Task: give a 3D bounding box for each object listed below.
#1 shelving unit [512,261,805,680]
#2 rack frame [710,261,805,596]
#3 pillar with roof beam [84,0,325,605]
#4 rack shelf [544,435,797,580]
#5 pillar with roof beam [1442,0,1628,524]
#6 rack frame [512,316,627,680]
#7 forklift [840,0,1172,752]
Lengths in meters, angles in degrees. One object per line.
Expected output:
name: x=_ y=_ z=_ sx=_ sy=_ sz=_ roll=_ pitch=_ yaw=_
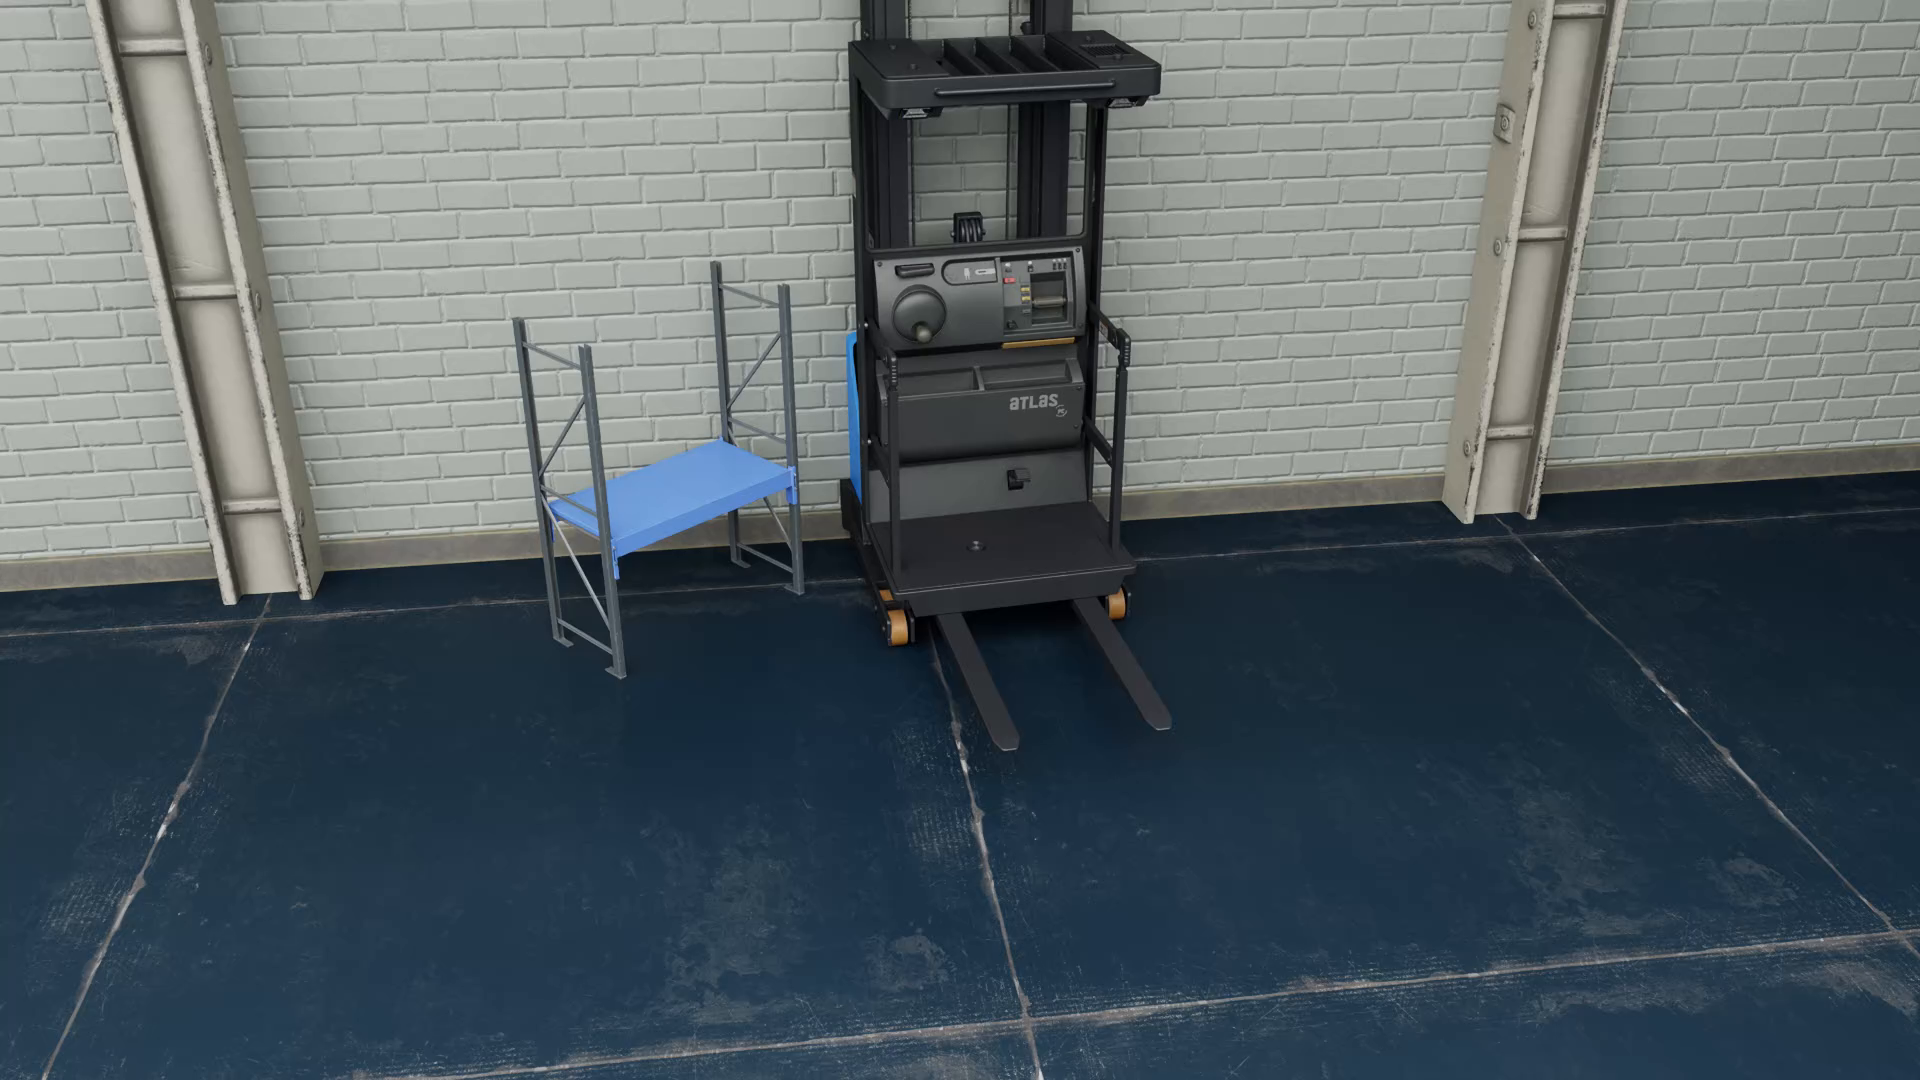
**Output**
shelving unit: x=-1.267 y=-0.323 z=7.236 sx=0.538 sy=1.500 sz=1.048 roll=23 pitch=35 yaw=38
rack frame: x=-0.917 y=-0.491 z=7.564 sx=0.500 sy=1.500 sz=0.032 roll=23 pitch=35 yaw=38
pillar with roof beam: x=-2.622 y=-1.841 z=1.981 sx=0.400 sy=9.000 sz=9.100 roll=-4 pitch=27 yaw=-7
rack shelf: x=-1.267 y=-0.163 z=7.318 sx=0.538 sy=0.185 sz=1.000 roll=23 pitch=35 yaw=38
pillar with roof beam: x=3.320 y=-2.223 z=2.724 sx=0.400 sy=9.000 sz=9.100 roll=-4 pitch=27 yaw=-7
rack frame: x=-1.616 y=-0.154 z=6.908 sx=0.500 sy=1.500 sz=0.032 roll=23 pitch=35 yaw=38
forklift: x=0.142 y=-1.025 z=7.036 sx=1.130 sy=2.935 sz=3.031 roll=-6 pitch=28 yaw=-12
